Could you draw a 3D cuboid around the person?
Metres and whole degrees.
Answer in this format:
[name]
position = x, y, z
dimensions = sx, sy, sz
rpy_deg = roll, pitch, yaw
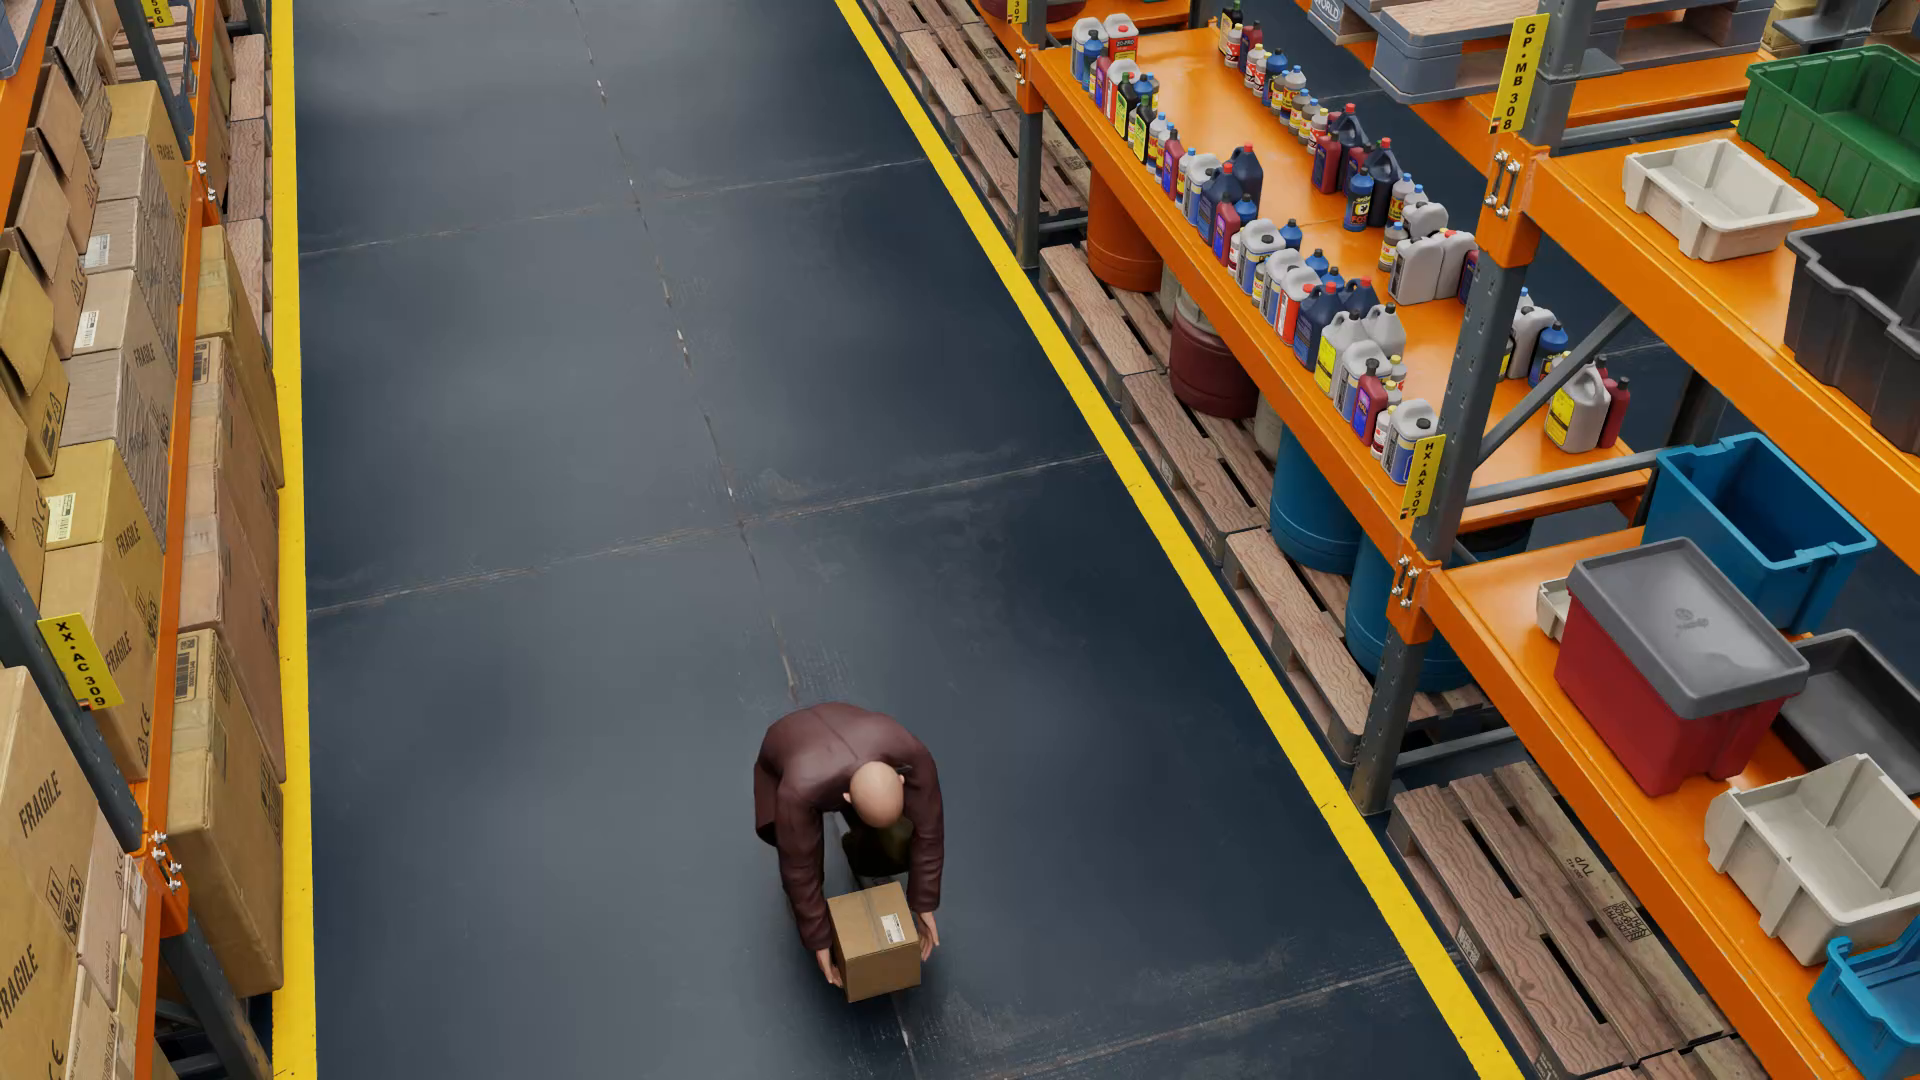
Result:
[person]
position = -0.402, 0.851, 5.651
dimensions = 0.611, 0.681, 0.824
rpy_deg = -12, 43, -13
